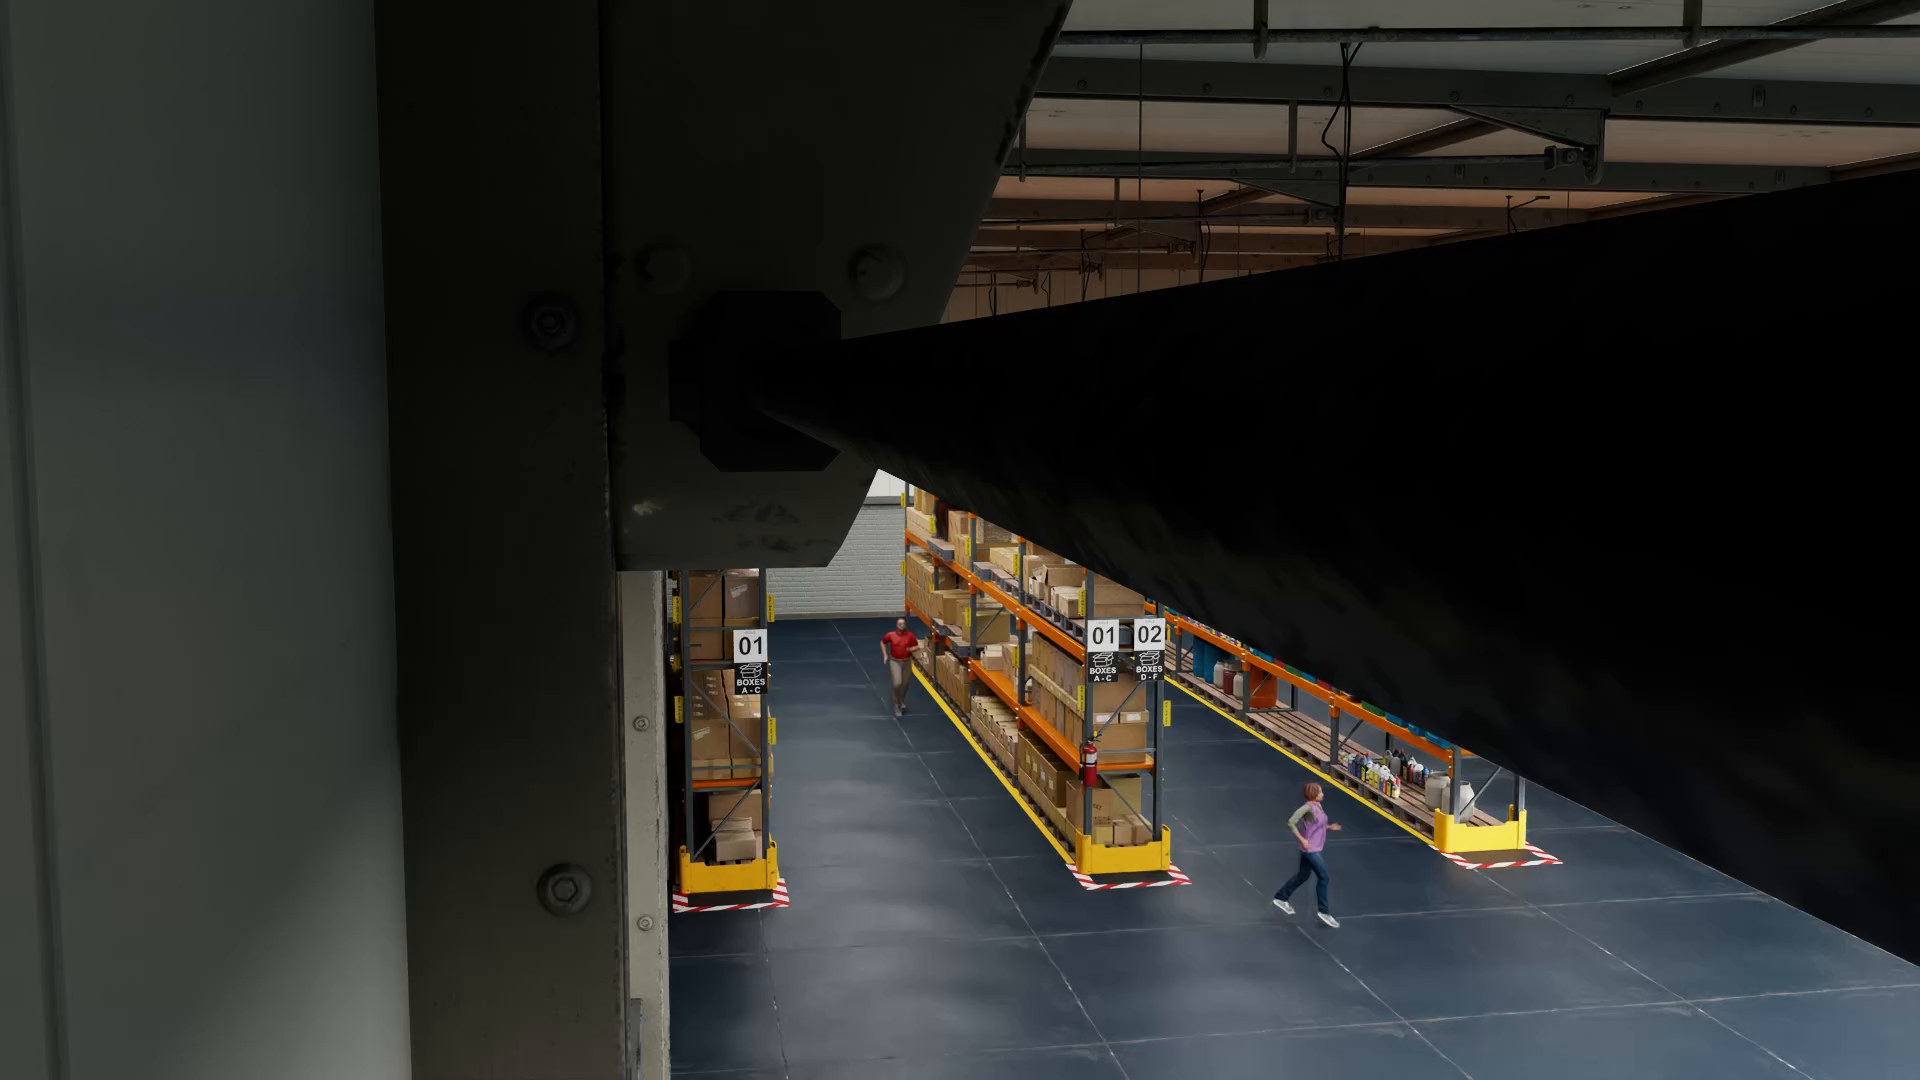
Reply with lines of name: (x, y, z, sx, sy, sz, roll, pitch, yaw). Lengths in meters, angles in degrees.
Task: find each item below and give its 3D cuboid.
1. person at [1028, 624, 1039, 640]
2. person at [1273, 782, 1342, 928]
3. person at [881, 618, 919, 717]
person: (1.646, 1.839, 34.938, 0.683, 1.756, 0.702, -2, 6, -16)
person: (3.970, 3.565, 18.982, 0.768, 1.640, 0.527, 2, 6, 19)
person: (-1.084, 2.322, 30.469, 0.637, 1.800, 0.802, -2, 6, -18)
